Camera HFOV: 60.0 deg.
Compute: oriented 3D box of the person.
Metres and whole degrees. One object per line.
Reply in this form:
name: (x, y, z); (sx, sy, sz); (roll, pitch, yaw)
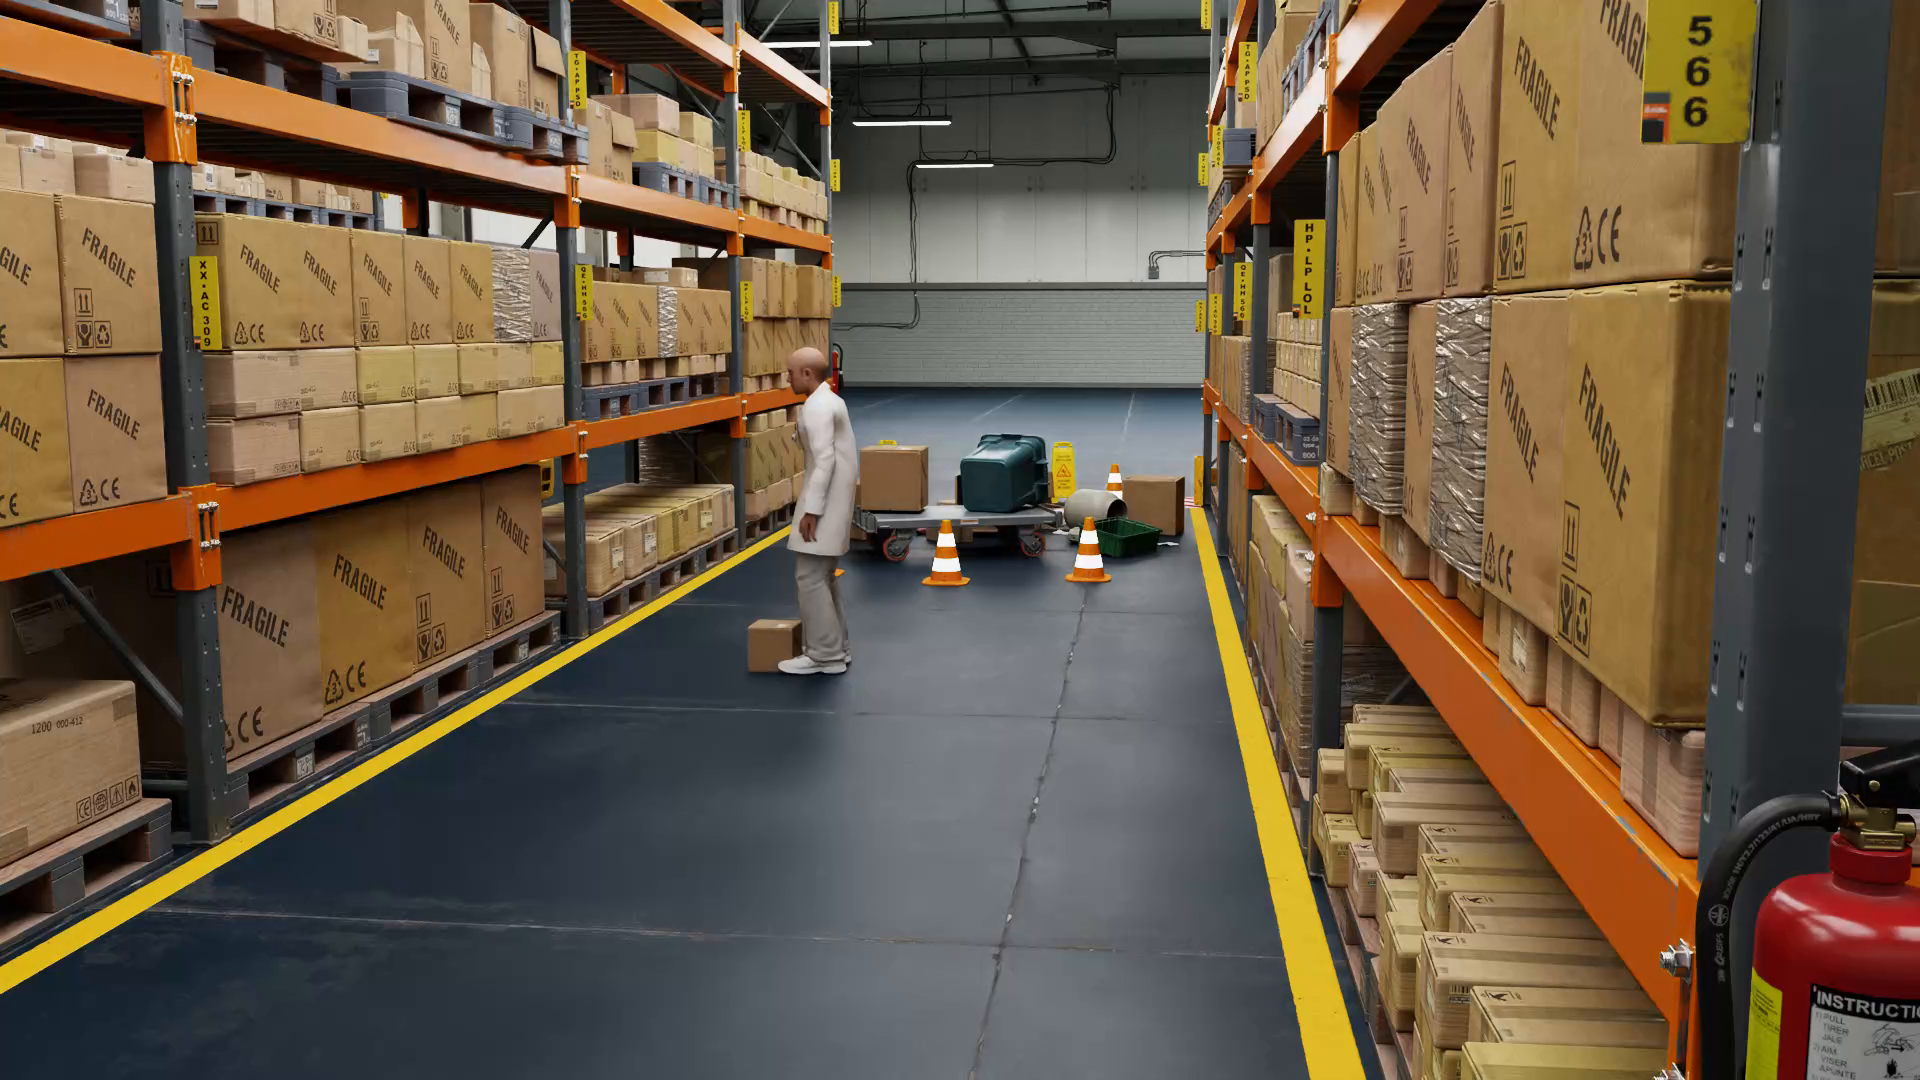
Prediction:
person: (-0.774, -0.164, 9.105); (0.429, 1.772, 0.643); (0, 7, 3)
